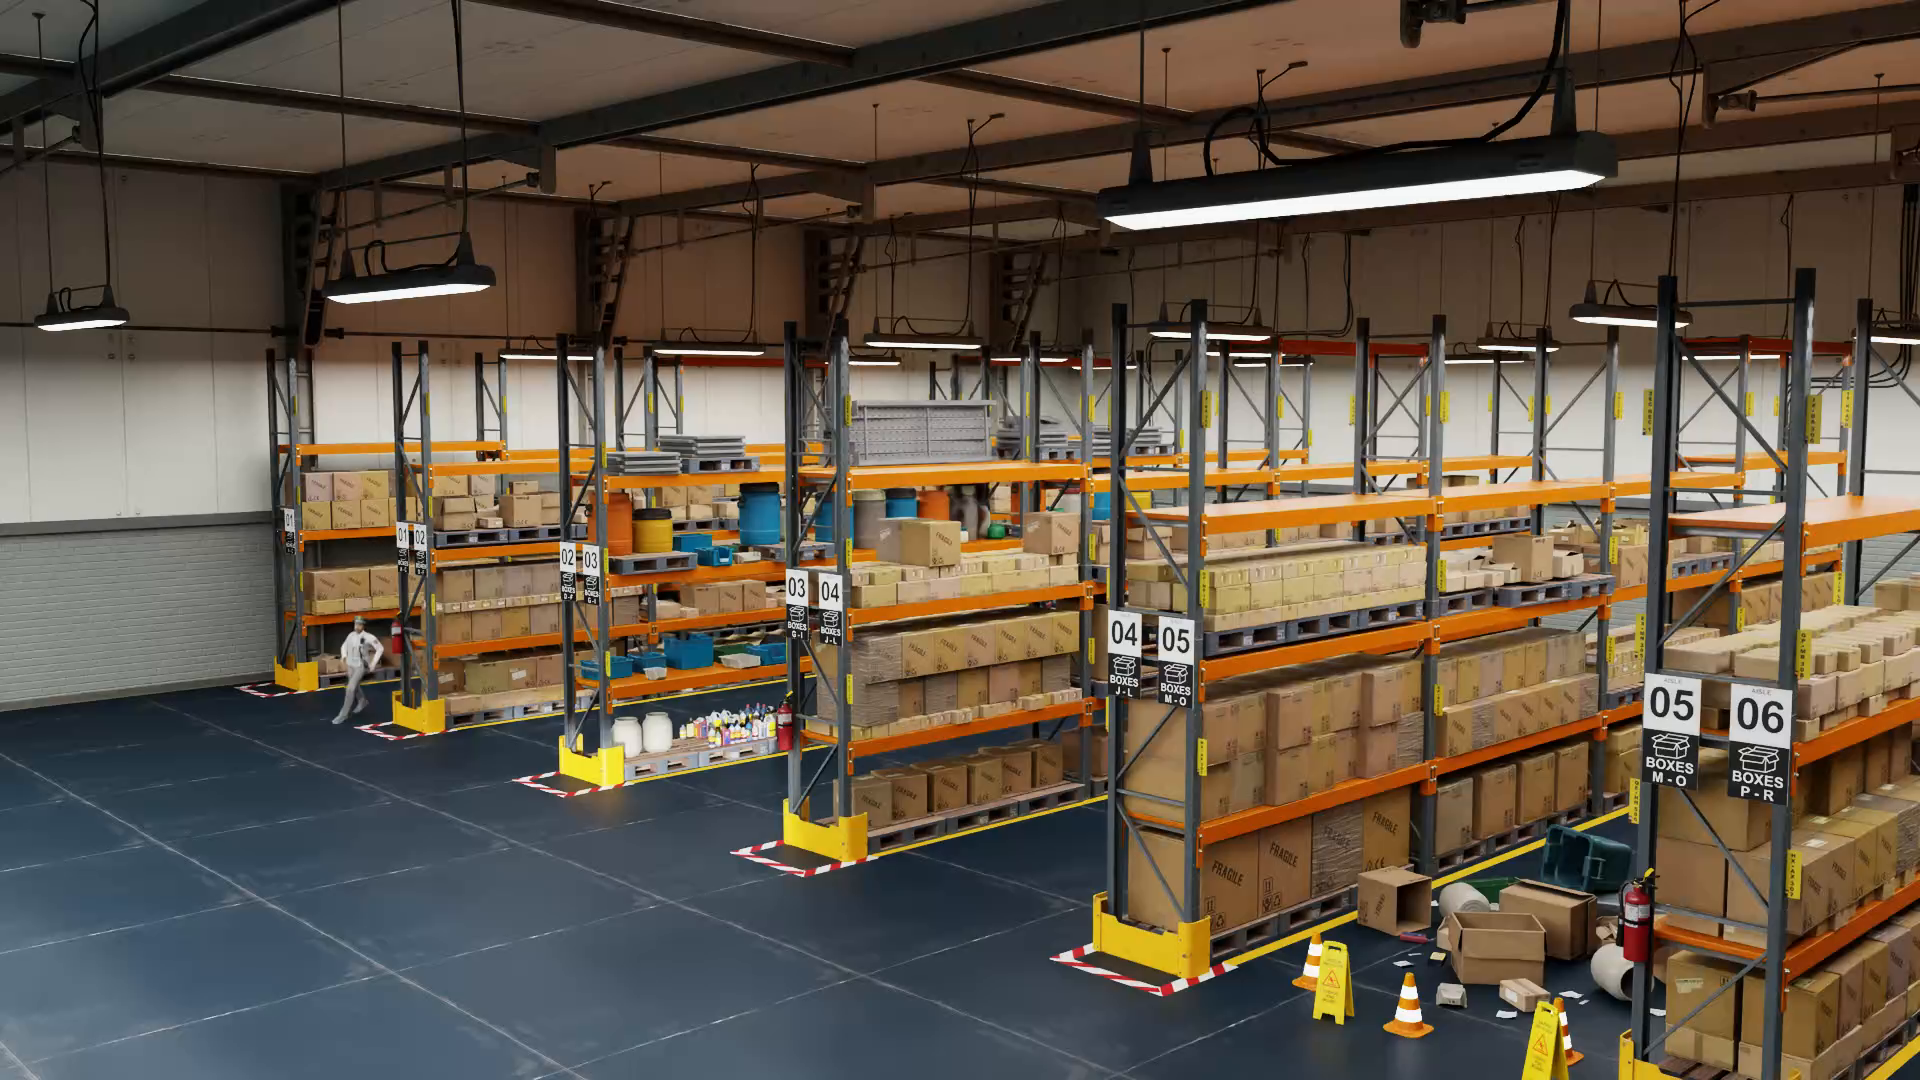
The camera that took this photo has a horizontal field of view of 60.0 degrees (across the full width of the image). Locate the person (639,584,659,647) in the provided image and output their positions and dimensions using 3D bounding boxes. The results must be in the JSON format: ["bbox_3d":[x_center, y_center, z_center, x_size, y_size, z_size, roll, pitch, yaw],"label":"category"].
[{"bbox_3d":[-5.786,1.627,30.914,0.938,1.680,0.575,-5,7,-43],"label":"person"}]

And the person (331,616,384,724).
[{"bbox_3d":[-9.593,2.032,26.481,0.678,1.681,0.907,2,5,21],"label":"person"}]
